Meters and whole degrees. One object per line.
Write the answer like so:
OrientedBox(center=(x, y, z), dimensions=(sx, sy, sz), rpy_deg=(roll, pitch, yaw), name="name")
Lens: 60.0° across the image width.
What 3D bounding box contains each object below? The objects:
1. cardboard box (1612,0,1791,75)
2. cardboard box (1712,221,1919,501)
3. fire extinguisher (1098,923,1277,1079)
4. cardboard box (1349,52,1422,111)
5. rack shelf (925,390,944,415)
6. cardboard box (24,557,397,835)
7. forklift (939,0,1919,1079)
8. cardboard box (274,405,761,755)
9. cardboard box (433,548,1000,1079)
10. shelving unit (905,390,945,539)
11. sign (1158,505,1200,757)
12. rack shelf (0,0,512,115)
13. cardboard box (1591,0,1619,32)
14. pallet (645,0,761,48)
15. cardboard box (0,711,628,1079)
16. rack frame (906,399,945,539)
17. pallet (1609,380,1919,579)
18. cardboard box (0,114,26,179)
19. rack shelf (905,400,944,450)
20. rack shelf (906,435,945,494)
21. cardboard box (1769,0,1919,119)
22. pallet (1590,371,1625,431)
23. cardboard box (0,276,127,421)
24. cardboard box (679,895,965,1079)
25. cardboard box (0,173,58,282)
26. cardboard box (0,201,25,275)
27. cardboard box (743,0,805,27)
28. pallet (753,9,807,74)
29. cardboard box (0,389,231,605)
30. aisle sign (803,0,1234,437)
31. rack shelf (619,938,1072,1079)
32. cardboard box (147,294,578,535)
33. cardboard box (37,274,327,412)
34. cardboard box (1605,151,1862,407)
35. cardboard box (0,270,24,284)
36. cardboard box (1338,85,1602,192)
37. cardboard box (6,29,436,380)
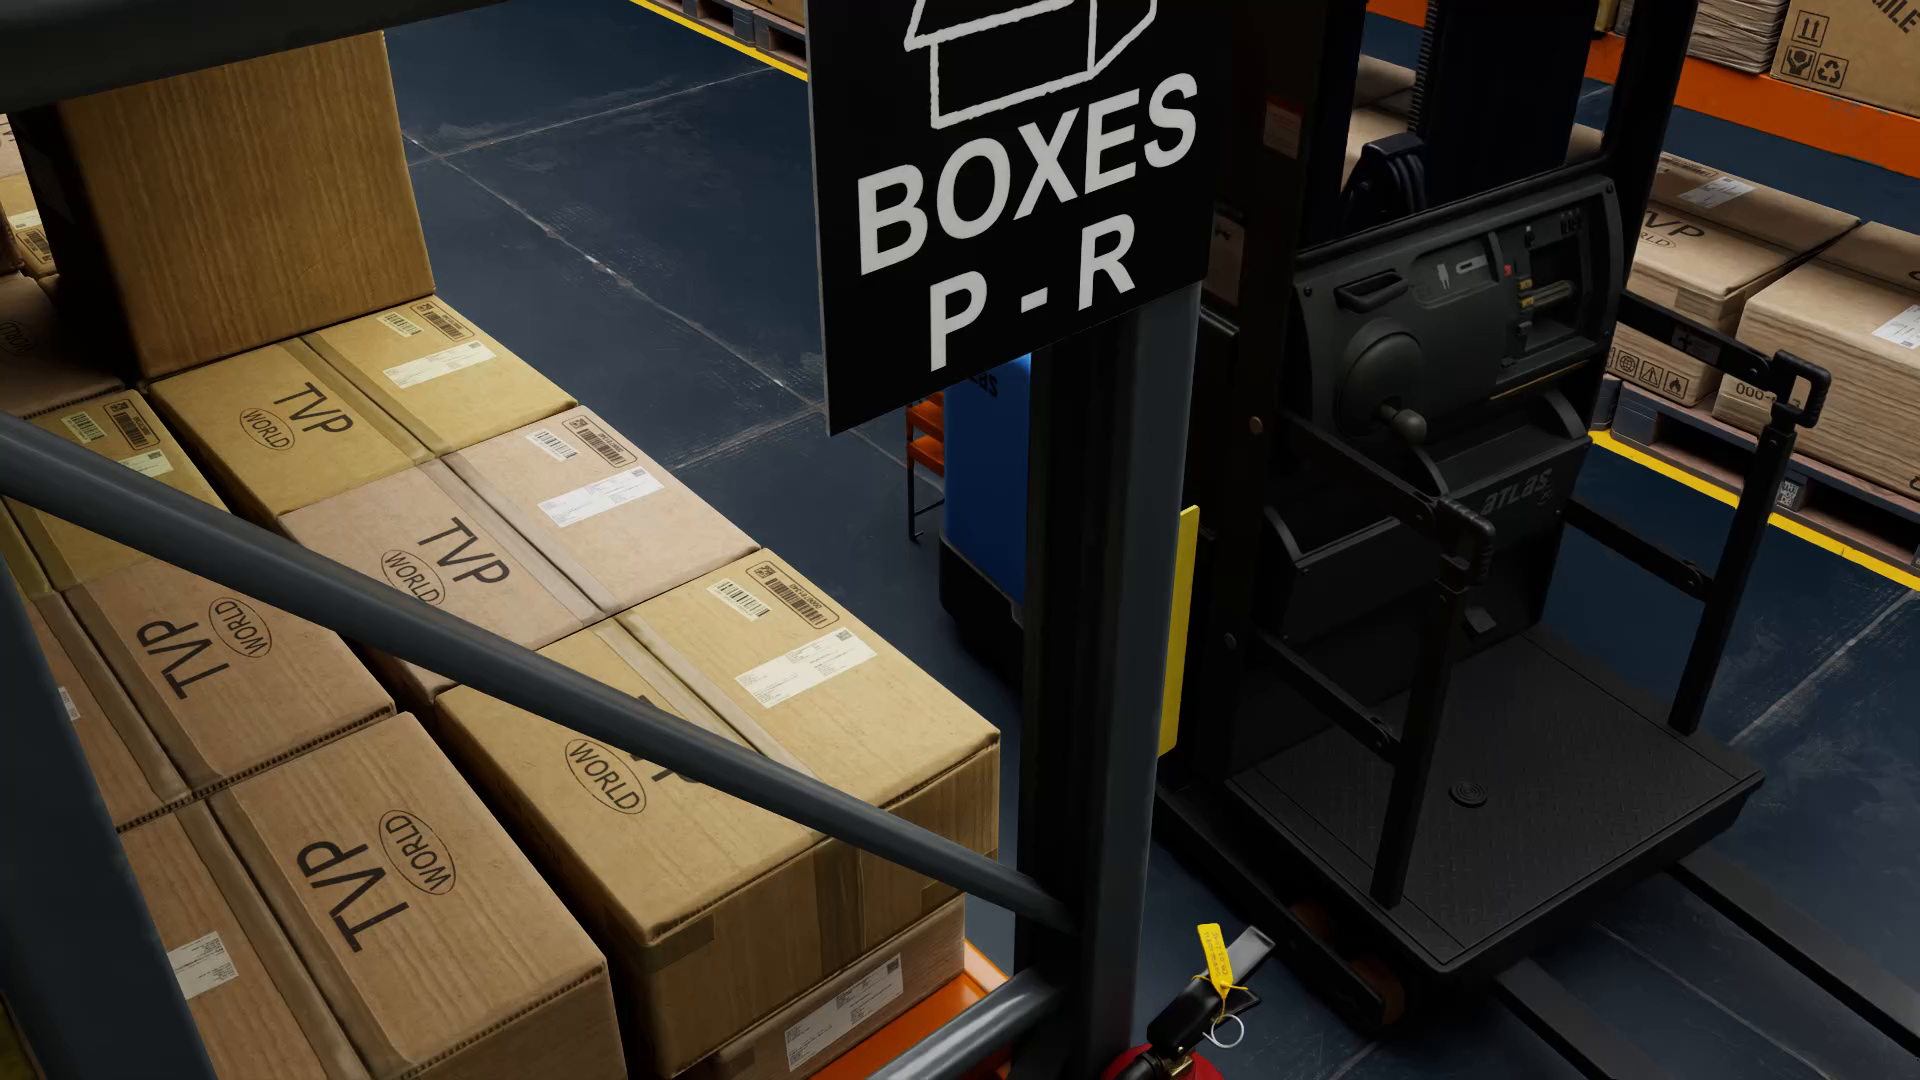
OrientedBox(center=(2.412, -1.787, 5.092), dimensions=(0.500, 0.500, 0.500), rpy_deg=(-25, 42, -31), name="cardboard box")
OrientedBox(center=(3.075, -0.561, 5.301), dimensions=(0.875, 0.438, 0.875), rpy_deg=(-28, 44, -33), name="cardboard box")
OrientedBox(center=(0.236, 0.748, 1.988), dimensions=(0.296, 0.674, 0.183), rpy_deg=(-26, 43, -32), name="fire extinguisher")
OrientedBox(center=(1.319, -1.756, 6.988), dimensions=(0.875, 0.438, 0.875), rpy_deg=(-27, 43, -32), name="cardboard box")
OrientedBox(center=(-0.009, -0.460, 4.938), dimensions=(0.258, 0.103, 0.180), rpy_deg=(-26, 43, -32), name="rack shelf")
OrientedBox(center=(-1.044, 0.279, 2.133), dimensions=(0.500, 0.250, 0.500), rpy_deg=(-26, 43, -32), name="cardboard box")
OrientedBox(center=(1.171, -0.420, 3.308), dimensions=(1.130, 2.935, 3.031), rpy_deg=(-21, 40, -27), name="forklift")
OrientedBox(center=(-0.625, 0.088, 2.403), dimensions=(0.500, 0.250, 0.500), rpy_deg=(-26, 43, -31), name="cardboard box")
OrientedBox(center=(-0.299, 0.310, 2.089), dimensions=(0.500, 0.250, 0.500), rpy_deg=(-26, 43, -32), name="cardboard box")
OrientedBox(center=(-0.009, -0.496, 4.912), dimensions=(0.258, 1.200, 0.189), rpy_deg=(-26, 43, -32), name="shelving unit")
OrientedBox(center=(0.202, 0.116, 1.742), dimensions=(0.100, 0.325, 0.005), rpy_deg=(-26, 43, -32), name="sign")
OrientedBox(center=(-1.503, -1.142, 2.294), dimensions=(1.077, 0.370, 4.000), rpy_deg=(-26, 43, -32), name="rack shelf")
OrientedBox(center=(2.069, -2.010, 5.407), dimensions=(0.500, 0.500, 0.500), rpy_deg=(-25, 42, -30), name="cardboard box")
OrientedBox(center=(-1.134, -3.199, 9.585), dimensions=(1.003, 0.211, 1.213), rpy_deg=(-26, 43, -32), name="pallet")
OrientedBox(center=(-0.712, 0.507, 1.811), dimensions=(0.500, 0.250, 0.500), rpy_deg=(-25, 42, -31), name="cardboard box")
OrientedBox(center=(-0.068, -0.536, 4.969), dimensions=(0.240, 1.200, 0.006), rpy_deg=(-26, 43, -32), name="rack frame")
OrientedBox(center=(3.001, -0.367, 5.586), dimensions=(1.003, 0.211, 1.213), rpy_deg=(-26, 43, -32), name="pallet")
OrientedBox(center=(-1.944, -0.805, 3.664), dimensions=(0.500, 0.250, 0.500), rpy_deg=(-26, 43, -32), name="cardboard box")
OrientedBox(center=(-0.009, -0.362, 5.007), dimensions=(0.258, 0.103, 0.180), rpy_deg=(-26, 43, -32), name="rack shelf")
OrientedBox(center=(-0.009, -0.264, 5.077), dimensions=(0.258, 0.103, 0.180), rpy_deg=(-26, 43, -32), name="rack shelf")
OrientedBox(center=(2.751, -1.564, 4.776), dimensions=(0.500, 0.500, 0.500), rpy_deg=(-27, 43, -33), name="cardboard box")
OrientedBox(center=(2.218, -0.906, 6.346), dimensions=(1.003, 0.211, 1.213), rpy_deg=(-26, 43, -32), name="pallet")
OrientedBox(center=(-1.697, -0.172, 2.770), dimensions=(0.500, 0.250, 0.500), rpy_deg=(-26, 43, -32), name="cardboard box")
OrientedBox(center=(-0.215, 0.526, 2.129), dimensions=(0.380, 0.149, 0.250), rpy_deg=(-26, 43, -32), name="cardboard box")
OrientedBox(center=(-1.632, -0.580, 3.346), dimensions=(0.500, 0.250, 0.500), rpy_deg=(-26, 43, -32), name="cardboard box")
OrientedBox(center=(-2.036, -0.704, 2.872), dimensions=(0.500, 0.500, 0.500), rpy_deg=(-27, 44, -33), name="cardboard box")
OrientedBox(center=(-0.631, -3.287, 8.770), dimensions=(0.875, 0.875, 0.875), rpy_deg=(-25, 43, -31), name="cardboard box")
OrientedBox(center=(-0.351, -2.661, 8.825), dimensions=(1.003, 0.211, 1.213), rpy_deg=(-26, 43, -32), name="pallet")
OrientedBox(center=(-1.360, 0.059, 2.444), dimensions=(0.500, 0.250, 0.500), rpy_deg=(-25, 42, -30), name="cardboard box")
OrientedBox(center=(0.056, -0.469, 1.067), dimensions=(0.394, 0.787, 0.004), rpy_deg=(-26, 43, -32), name="aisle sign")
OrientedBox(center=(-1.503, 0.082, 3.161), dimensions=(1.077, 0.370, 4.000), rpy_deg=(-26, 43, -32), name="rack shelf")
OrientedBox(center=(-0.954, -0.135, 2.717), dimensions=(0.500, 0.250, 0.500), rpy_deg=(-27, 43, -33), name="cardboard box")
OrientedBox(center=(-1.301, -0.352, 3.025), dimensions=(0.500, 0.250, 0.500), rpy_deg=(-27, 43, -33), name="cardboard box")
OrientedBox(center=(2.478, -0.962, 5.867), dimensions=(0.875, 0.438, 0.875), rpy_deg=(-25, 42, -31), name="cardboard box")
OrientedBox(center=(-2.020, -0.388, 3.075), dimensions=(0.500, 0.250, 0.500), rpy_deg=(-25, 42, -31), name="cardboard box")
OrientedBox(center=(1.897, -1.361, 6.430), dimensions=(0.875, 0.438, 0.875), rpy_deg=(-27, 44, -33), name="cardboard box")
OrientedBox(center=(-1.268, -0.658, 2.807), dimensions=(0.500, 0.500, 0.500), rpy_deg=(-25, 42, -31), name="cardboard box")
